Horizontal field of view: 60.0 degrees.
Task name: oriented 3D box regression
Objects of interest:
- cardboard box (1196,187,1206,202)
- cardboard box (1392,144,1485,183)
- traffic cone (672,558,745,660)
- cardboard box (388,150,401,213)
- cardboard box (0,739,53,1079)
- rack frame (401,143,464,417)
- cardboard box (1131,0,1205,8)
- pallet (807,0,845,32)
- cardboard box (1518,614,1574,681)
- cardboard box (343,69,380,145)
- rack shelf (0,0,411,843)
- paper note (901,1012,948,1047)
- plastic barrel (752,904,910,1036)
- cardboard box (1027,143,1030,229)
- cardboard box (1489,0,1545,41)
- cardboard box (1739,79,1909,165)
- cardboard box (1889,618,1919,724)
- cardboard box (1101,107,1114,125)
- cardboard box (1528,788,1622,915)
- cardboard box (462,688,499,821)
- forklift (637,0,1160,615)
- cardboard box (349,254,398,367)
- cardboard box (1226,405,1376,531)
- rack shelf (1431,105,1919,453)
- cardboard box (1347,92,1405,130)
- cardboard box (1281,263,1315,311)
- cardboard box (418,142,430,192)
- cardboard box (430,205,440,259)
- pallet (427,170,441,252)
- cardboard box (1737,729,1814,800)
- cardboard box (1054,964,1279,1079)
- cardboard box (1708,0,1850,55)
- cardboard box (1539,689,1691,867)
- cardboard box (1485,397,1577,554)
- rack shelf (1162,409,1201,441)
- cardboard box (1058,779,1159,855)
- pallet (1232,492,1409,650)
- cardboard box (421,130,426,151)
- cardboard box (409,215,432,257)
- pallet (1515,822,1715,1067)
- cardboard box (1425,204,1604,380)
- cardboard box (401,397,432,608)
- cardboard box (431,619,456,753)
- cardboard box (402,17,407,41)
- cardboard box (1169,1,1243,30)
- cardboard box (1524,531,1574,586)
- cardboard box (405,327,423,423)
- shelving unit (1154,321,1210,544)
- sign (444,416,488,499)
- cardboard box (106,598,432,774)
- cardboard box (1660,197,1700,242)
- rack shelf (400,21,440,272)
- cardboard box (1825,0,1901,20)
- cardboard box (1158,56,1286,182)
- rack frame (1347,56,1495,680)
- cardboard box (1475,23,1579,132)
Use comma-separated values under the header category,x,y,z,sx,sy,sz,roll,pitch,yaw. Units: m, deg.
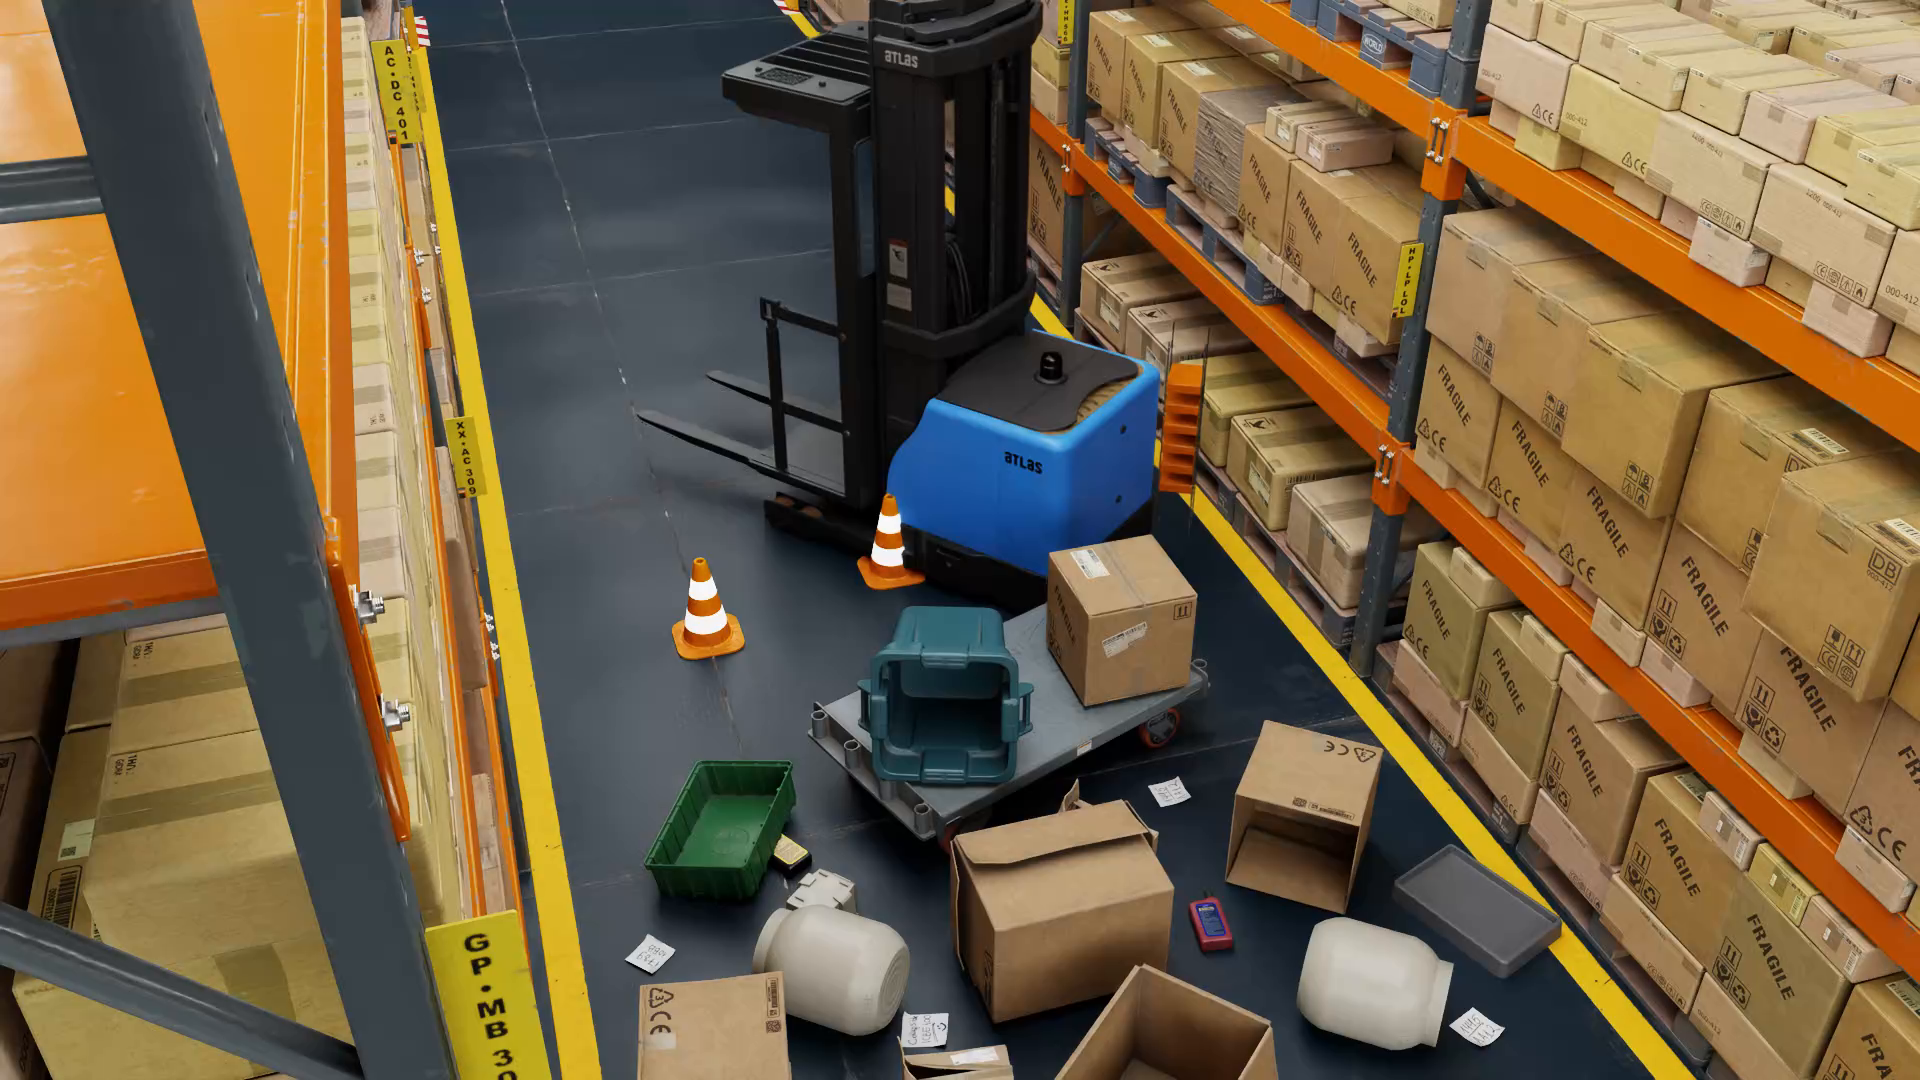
category,x,y,z,sx,sy,sz,roll,pitch,yaw
cardboard box,1.524,-1.951,9.149,0.380,0.149,0.250,-9,34,-13
cardboard box,2.370,-1.590,8.013,0.500,0.500,0.500,-10,35,-15
traffic cone,-1.261,0.295,8.204,0.336,0.463,0.334,-10,35,-15
cardboard box,-1.875,-1.032,4.946,0.380,0.149,0.250,-10,35,-15
cardboard box,-1.486,0.554,2.183,0.500,0.250,0.500,-10,35,-14
rack frame,-3.510,-1.906,9.233,1.000,3.000,0.127,-10,35,-15
cardboard box,1.255,-3.550,10.724,0.500,0.500,0.500,-11,35,-16
pallet,-0.949,-5.421,17.083,1.003,0.211,1.213,-10,35,-15
cardboard box,2.455,0.398,6.591,0.380,0.149,0.250,-9,34,-13
cardboard box,-1.722,-1.099,4.324,0.380,0.149,0.250,-10,35,-15
rack shelf,-1.680,-0.792,3.120,1.077,0.370,4.000,-10,35,-15
paper note,-0.133,1.841,6.262,0.172,0.023,0.155,1,33,2
plastic barrel,-0.483,1.607,6.254,0.512,0.421,0.421,13,36,18
cardboard box,0.773,-2.926,12.323,0.875,0.875,0.875,-10,35,-14
cardboard box,2.178,-1.950,6.084,0.380,0.149,0.250,-11,35,-16
cardboard box,2.628,-1.276,5.063,0.380,0.149,0.250,-11,35,-15
cardboard box,3.102,0.327,4.586,0.700,0.500,0.500,-10,35,-14
cardboard box,1.095,-2.660,10.221,0.380,0.149,0.250,-12,35,-17
cardboard box,2.654,1.192,6.657,0.500,0.250,0.500,-10,35,-15
cardboard box,-1.977,0.608,5.292,0.875,0.550,0.550,-10,35,-15
forklift,-0.468,-1.458,8.617,3.031,2.935,1.130,21,39,28
cardboard box,-1.334,-0.433,3.315,0.380,0.149,0.250,-10,35,-14
cardboard box,2.008,-0.422,8.990,0.950,0.372,0.625,-8,34,-12
rack shelf,3.003,-0.593,5.177,1.077,0.370,4.000,-10,35,-15
cardboard box,2.157,-2.162,8.291,0.380,0.149,0.250,-8,34,-12
cardboard box,1.797,-1.256,8.097,0.380,0.149,0.250,-11,35,-16
cardboard box,-3.944,-2.555,11.422,0.500,0.250,0.500,-12,35,-17
cardboard box,-3.956,-2.253,11.644,0.500,0.500,0.500,-11,35,-16
pallet,-4.492,-2.434,12.562,1.003,0.211,1.213,-10,35,-15
cardboard box,2.838,0.694,5.527,0.380,0.149,0.250,-10,35,-15
cardboard box,0.666,1.954,5.656,0.637,0.503,0.797,19,38,26
cardboard box,2.844,-1.766,5.804,0.380,0.149,0.250,-9,35,-14
cardboard box,2.647,0.875,6.458,0.500,0.500,0.500,-8,34,-12
cardboard box,2.437,-0.320,6.472,0.500,0.500,0.500,-10,35,-15
rack shelf,1.173,-0.619,8.781,0.180,0.103,0.258,7,34,10
cardboard box,0.597,1.238,6.955,0.396,0.266,0.258,19,38,26
pallet,2.154,0.064,8.782,1.003,0.211,1.213,-10,35,-15
cardboard box,-4.536,-3.237,13.452,0.380,0.149,0.250,-12,35,-17
cardboard box,-2.814,-1.232,8.122,0.500,0.500,0.500,-11,35,-16
pallet,3.007,1.460,6.668,1.003,0.211,1.213,-10,35,-15
cardboard box,2.321,-1.007,6.605,0.700,0.500,0.500,-10,35,-15
cardboard box,-1.284,-0.063,3.118,0.500,0.250,0.500,-10,35,-15
cardboard box,-1.102,0.299,2.932,0.380,0.149,0.250,-10,35,-14
cardboard box,-5.172,-4.570,14.930,0.380,0.149,0.250,-9,34,-13
cardboard box,1.576,-2.940,10.057,0.500,0.500,0.500,-11,35,-16
cardboard box,2.462,0.027,6.536,0.380,0.149,0.250,-9,35,-13
cardboard box,-1.485,-0.363,3.934,0.380,0.149,0.250,-10,35,-15
shelving unit,1.173,-0.556,8.823,0.189,1.200,0.258,7,34,10
sign,-1.762,-0.294,5.937,0.100,0.325,0.005,-10,35,-15
cardboard box,-0.944,0.238,2.301,0.380,0.149,0.250,-10,35,-14
cardboard box,2.571,-1.094,5.512,0.380,0.149,0.250,-11,35,-16
rack shelf,-4.121,-2.656,11.020,1.077,0.370,4.000,-10,35,-15
cardboard box,5.901,-3.453,10.895,0.380,0.149,0.250,-9,35,-13
cardboard box,1.424,-2.307,9.099,0.500,0.500,0.500,-9,35,-14
rack frame,2.393,-0.691,7.395,1.000,3.000,0.127,-10,35,-15
cardboard box,2.266,-1.727,6.108,0.500,0.250,0.500,-11,35,-16
